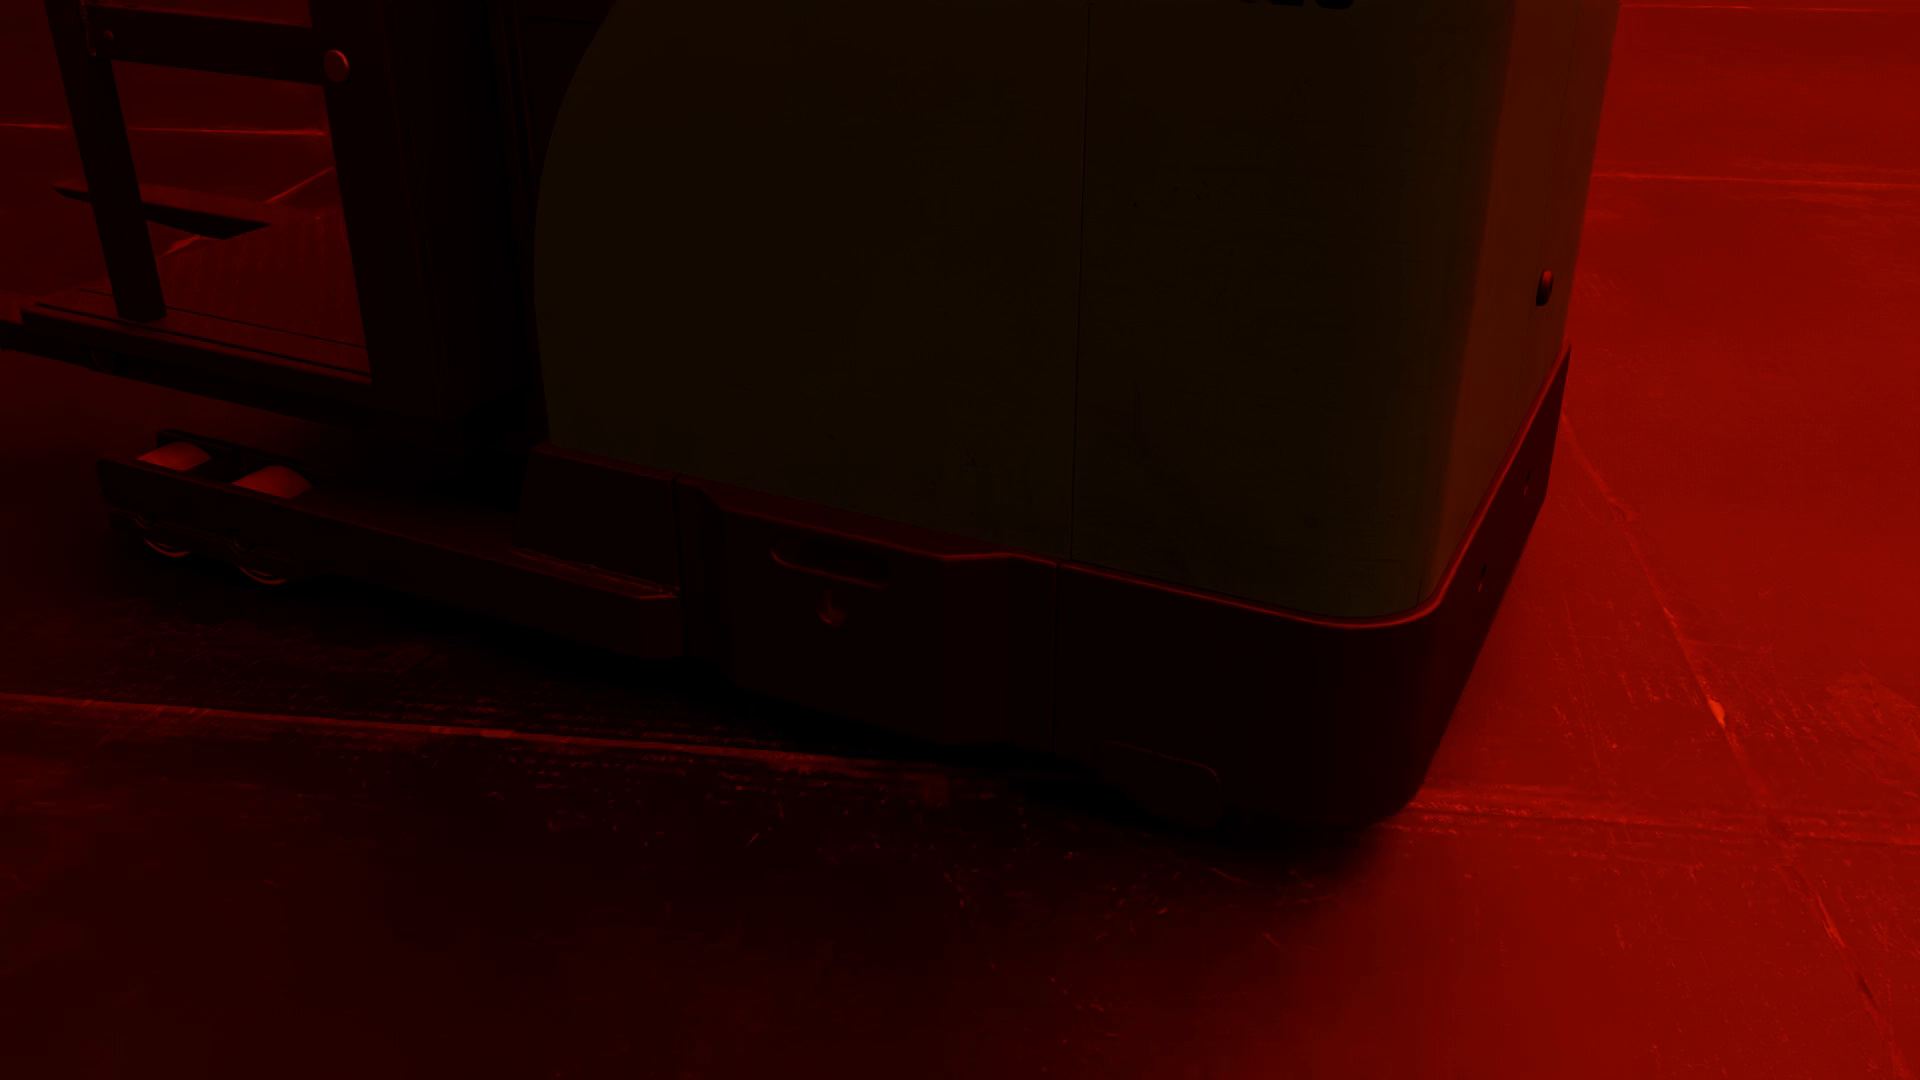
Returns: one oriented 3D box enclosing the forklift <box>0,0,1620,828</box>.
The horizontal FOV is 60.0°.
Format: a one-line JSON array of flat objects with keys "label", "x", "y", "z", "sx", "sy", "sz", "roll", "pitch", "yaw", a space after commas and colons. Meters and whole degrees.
[{"label": "forklift", "x": -0.678, "y": -1.443, "z": 2.110, "sx": 3.031, "sy": 2.935, "sz": 1.130, "roll": 13, "pitch": 29, "yaw": 24}]
